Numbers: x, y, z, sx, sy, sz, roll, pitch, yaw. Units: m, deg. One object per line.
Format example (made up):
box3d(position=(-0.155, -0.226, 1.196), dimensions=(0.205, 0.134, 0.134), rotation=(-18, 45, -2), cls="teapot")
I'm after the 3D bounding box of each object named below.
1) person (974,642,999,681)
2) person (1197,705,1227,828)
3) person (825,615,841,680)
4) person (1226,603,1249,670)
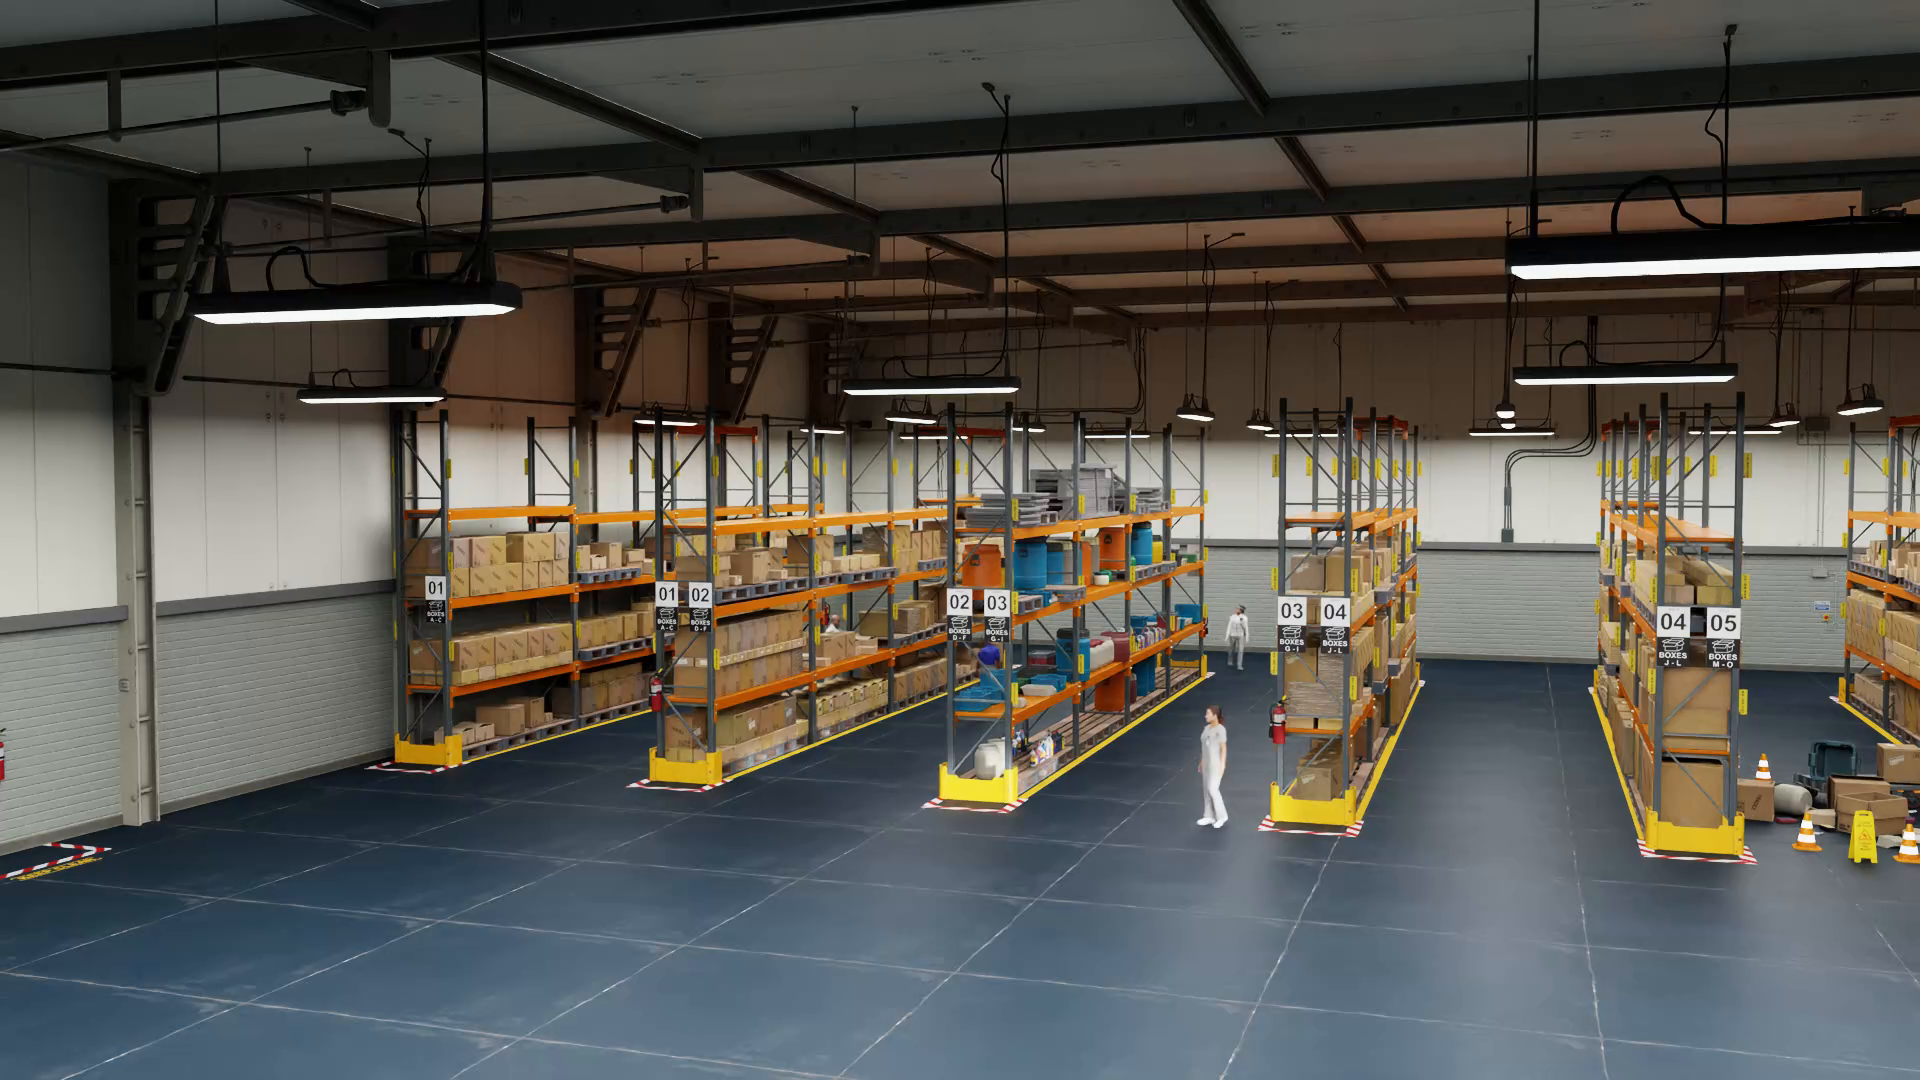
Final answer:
box3d(position=(0.564, 2.761, 33.830), dimensions=(0.490, 1.699, 0.598), rotation=(-1, 3, -21), cls="person")
box3d(position=(3.536, 3.161, 23.325), dimensions=(0.386, 1.684, 0.477), rotation=(-1, 3, -25), cls="person")
box3d(position=(-2.748, 2.537, 36.586), dimensions=(0.461, 1.800, 0.604), rotation=(1, 3, 22), cls="person")
box3d(position=(6.899, 2.390, 41.436), dimensions=(0.573, 1.646, 0.974), rotation=(0, 2, 1), cls="person")
